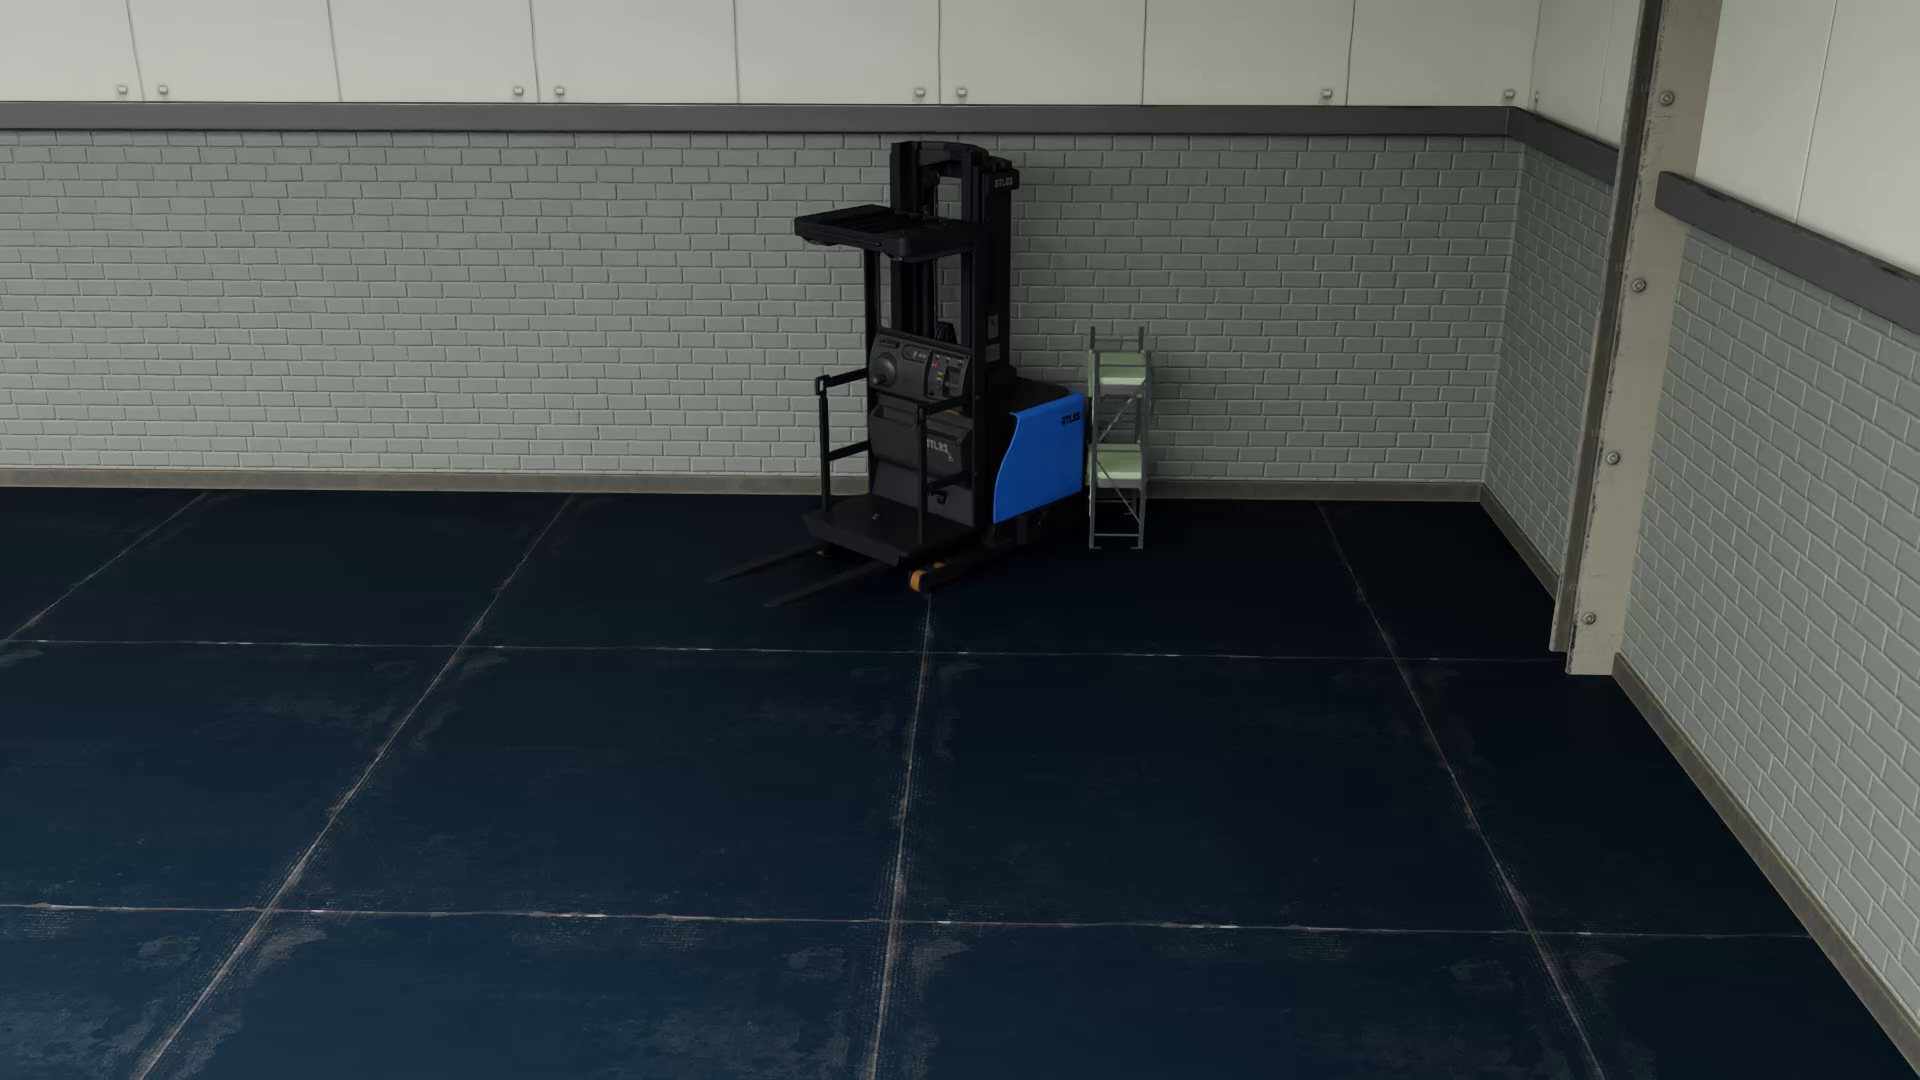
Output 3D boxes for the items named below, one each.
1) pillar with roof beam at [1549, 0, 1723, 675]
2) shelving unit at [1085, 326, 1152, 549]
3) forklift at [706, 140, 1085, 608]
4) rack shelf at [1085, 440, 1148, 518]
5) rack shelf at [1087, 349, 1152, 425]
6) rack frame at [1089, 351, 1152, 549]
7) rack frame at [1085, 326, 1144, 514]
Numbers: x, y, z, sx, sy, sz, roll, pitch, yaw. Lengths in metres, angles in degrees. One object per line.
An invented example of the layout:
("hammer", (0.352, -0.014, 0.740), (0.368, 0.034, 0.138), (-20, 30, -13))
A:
("pillar with roof beam", (-0.353, -3.475, 9.046), (9.100, 9.000, 0.400), (1, 21, 2))
("shelving unit", (1.173, -0.774, 12.449), (0.431, 1.500, 0.755), (1, 21, 2))
("forklift", (-0.432, -1.202, 11.575), (1.130, 2.935, 3.031), (19, 28, 40))
("rack shelf", (1.173, -0.470, 12.567), (0.431, 0.370, 0.720), (1, 21, 2))
("rack shelf", (1.173, -1.138, 12.308), (0.431, 0.370, 0.720), (1, 21, 2))
("rack frame", (1.162, -0.641, 12.108), (0.400, 1.500, 0.023), (1, 21, 2))
("rack frame", (1.184, -0.906, 12.790), (0.400, 1.500, 0.023), (1, 21, 2))
